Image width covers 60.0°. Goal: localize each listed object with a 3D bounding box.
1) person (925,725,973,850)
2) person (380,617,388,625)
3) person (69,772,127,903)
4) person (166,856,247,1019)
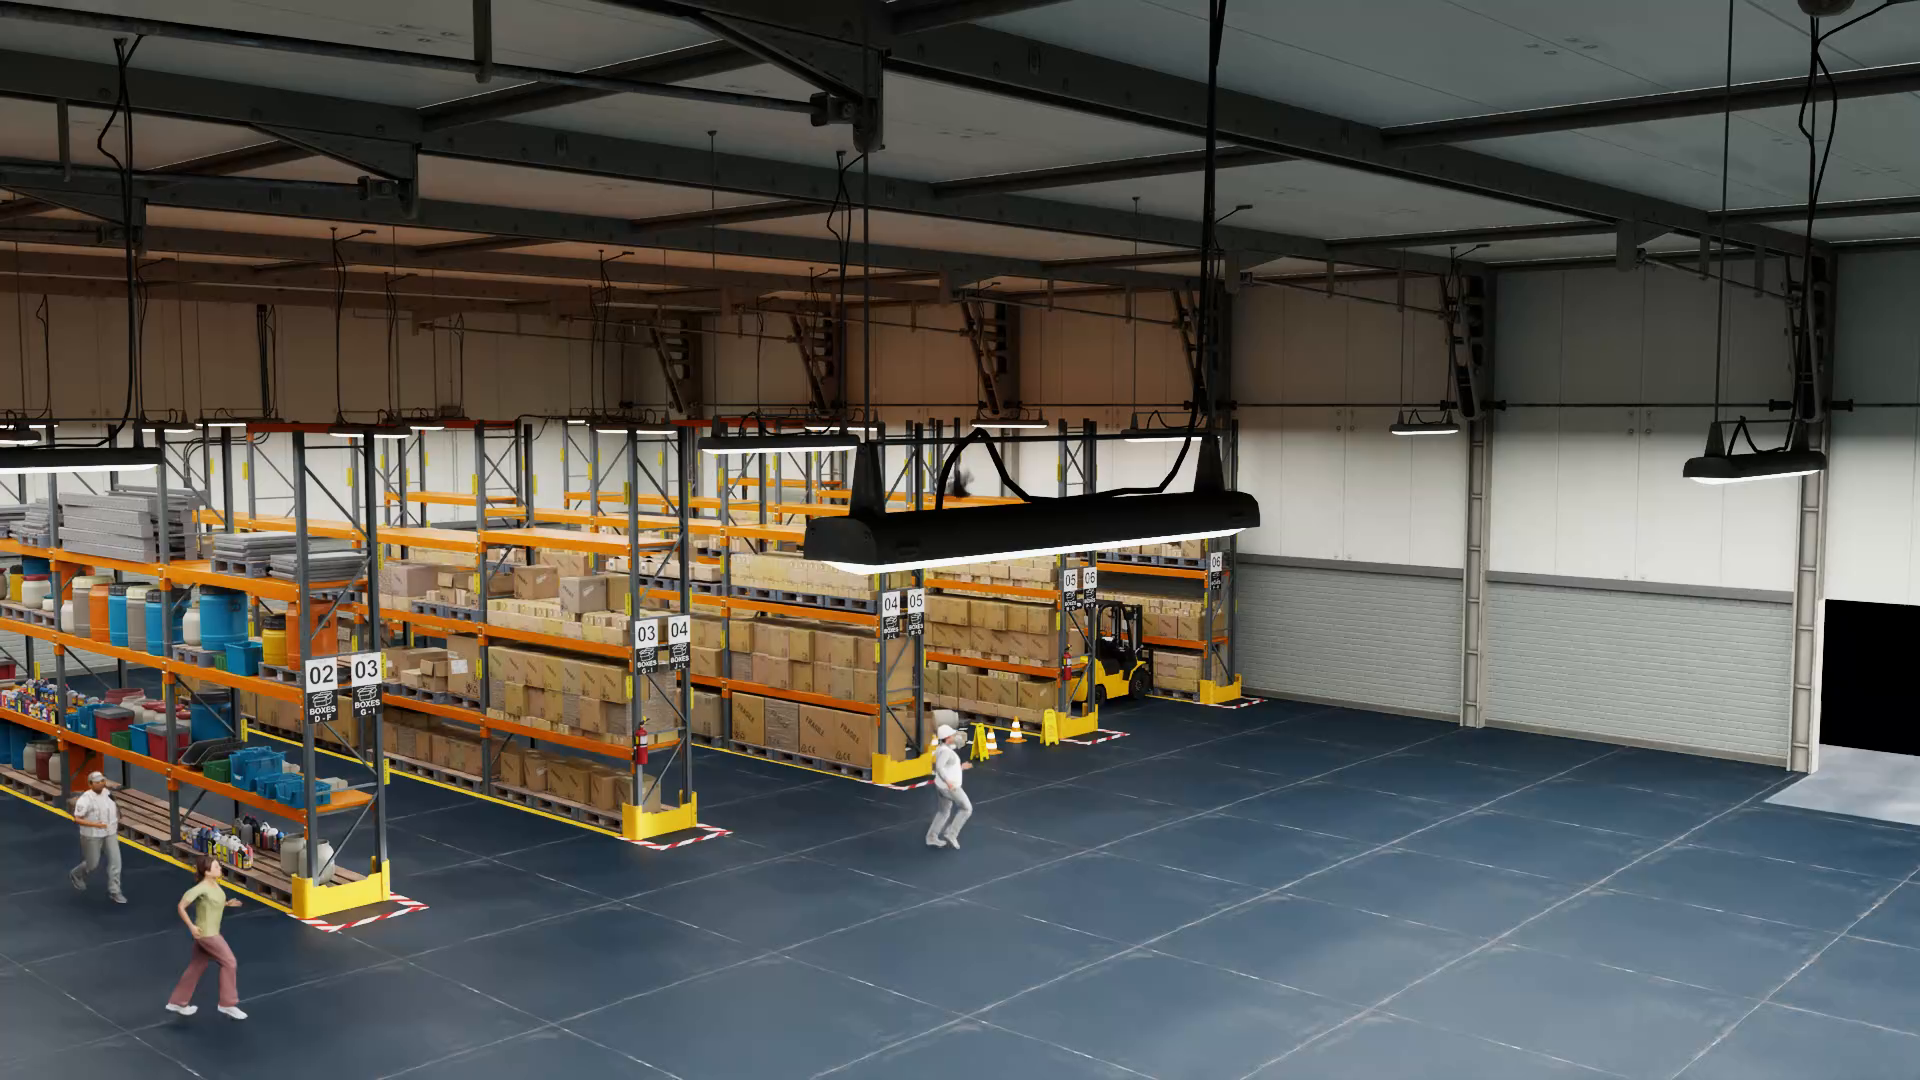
[{"bbox_3d":[-0.142,3.517,23.667,0.705,1.782,0.627,-2,5,-19],"label":"person"},{"bbox_3d":[-13.763,2.230,39.491,0.703,1.800,0.930,4,6,39],"label":"person"},{"bbox_3d":[-11.011,3.775,21.192,0.896,1.668,0.577,2,5,26],"label":"person"},{"bbox_3d":[-7.764,4.098,17.111,0.749,1.690,0.561,-2,5,-20],"label":"person"}]
